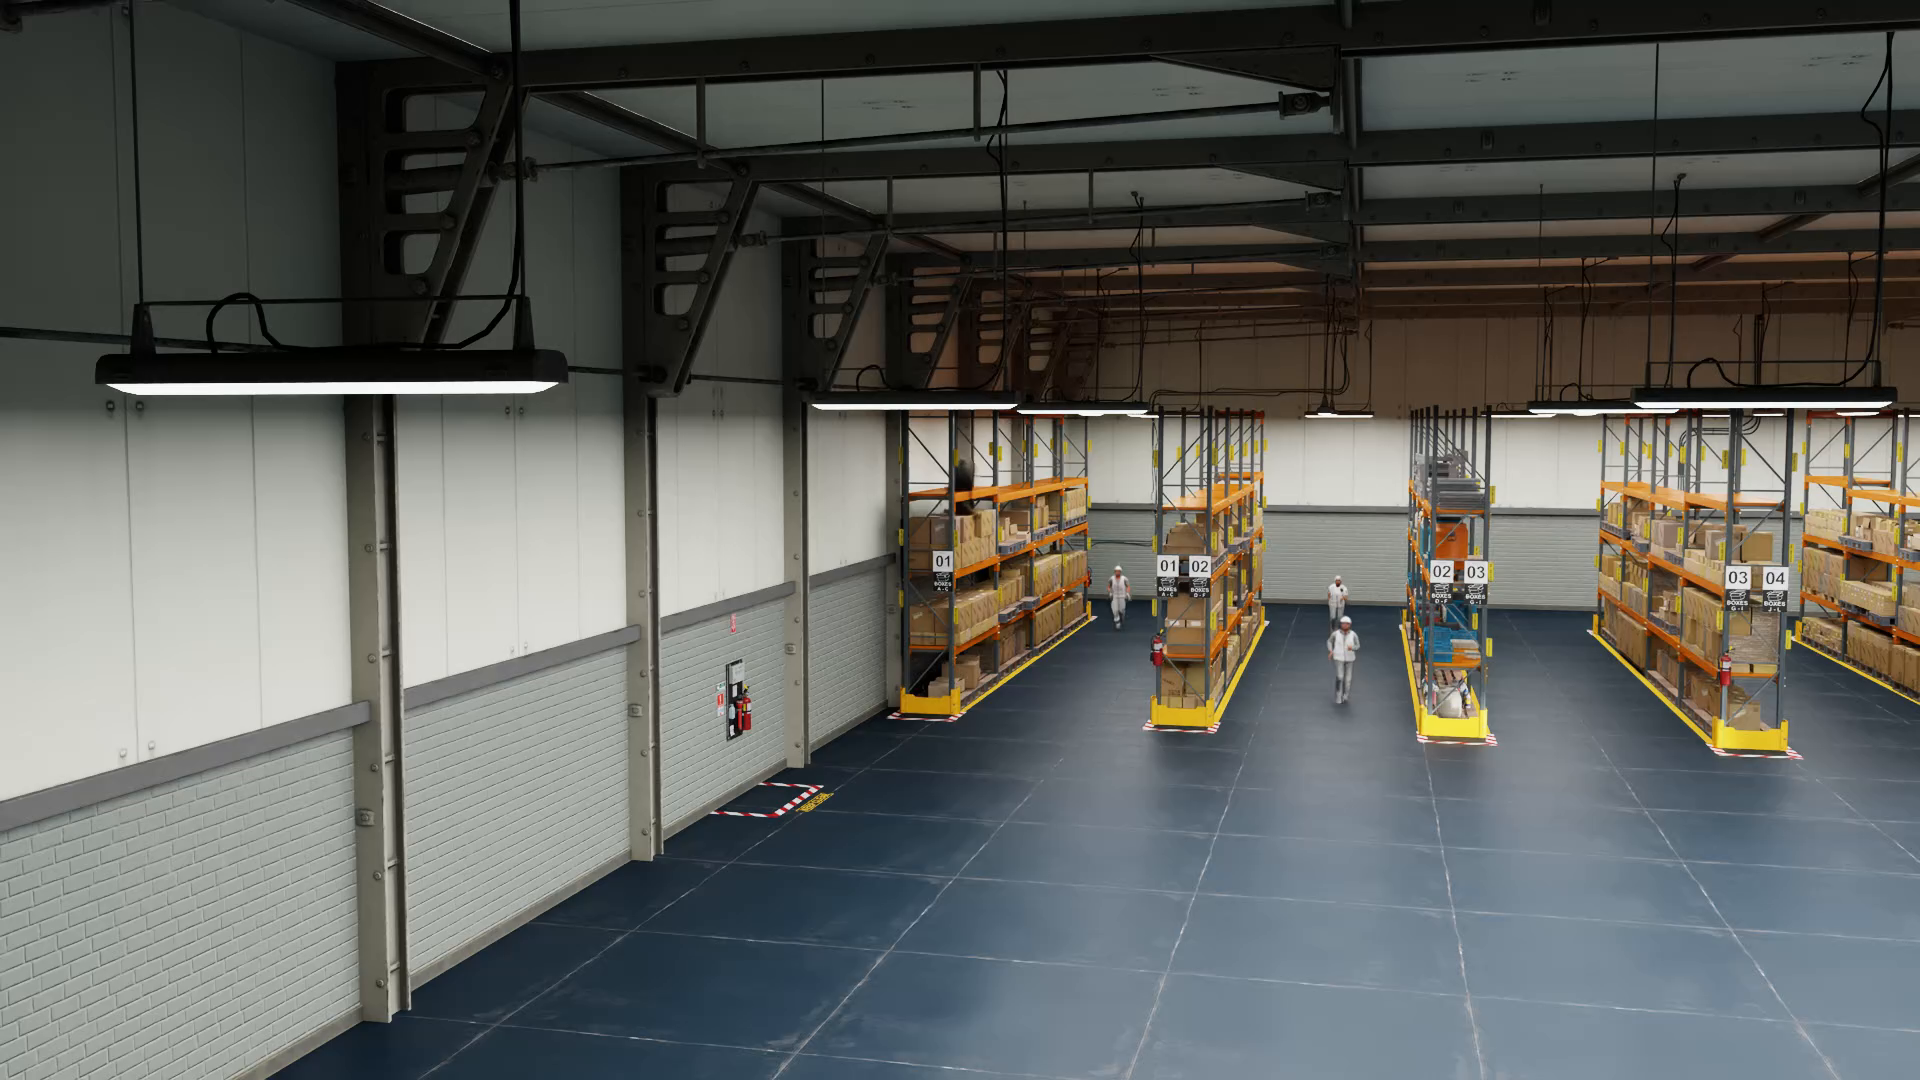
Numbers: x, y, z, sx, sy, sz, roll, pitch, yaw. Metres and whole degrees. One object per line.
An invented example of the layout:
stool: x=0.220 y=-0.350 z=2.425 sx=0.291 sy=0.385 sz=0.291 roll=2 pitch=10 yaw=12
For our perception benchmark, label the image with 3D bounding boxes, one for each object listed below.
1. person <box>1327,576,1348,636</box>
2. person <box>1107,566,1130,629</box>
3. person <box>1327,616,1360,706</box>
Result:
person: x=9.961 y=1.771 z=43.872 sx=0.505 sy=1.683 sz=0.800 roll=1 pitch=4 yaw=8
person: x=4.361 y=1.581 z=45.751 sx=0.653 sy=1.728 sz=0.633 roll=1 pitch=4 yaw=9
person: x=7.749 y=2.438 z=33.528 sx=0.612 sy=1.800 sz=0.725 roll=0 pitch=4 yaw=3
